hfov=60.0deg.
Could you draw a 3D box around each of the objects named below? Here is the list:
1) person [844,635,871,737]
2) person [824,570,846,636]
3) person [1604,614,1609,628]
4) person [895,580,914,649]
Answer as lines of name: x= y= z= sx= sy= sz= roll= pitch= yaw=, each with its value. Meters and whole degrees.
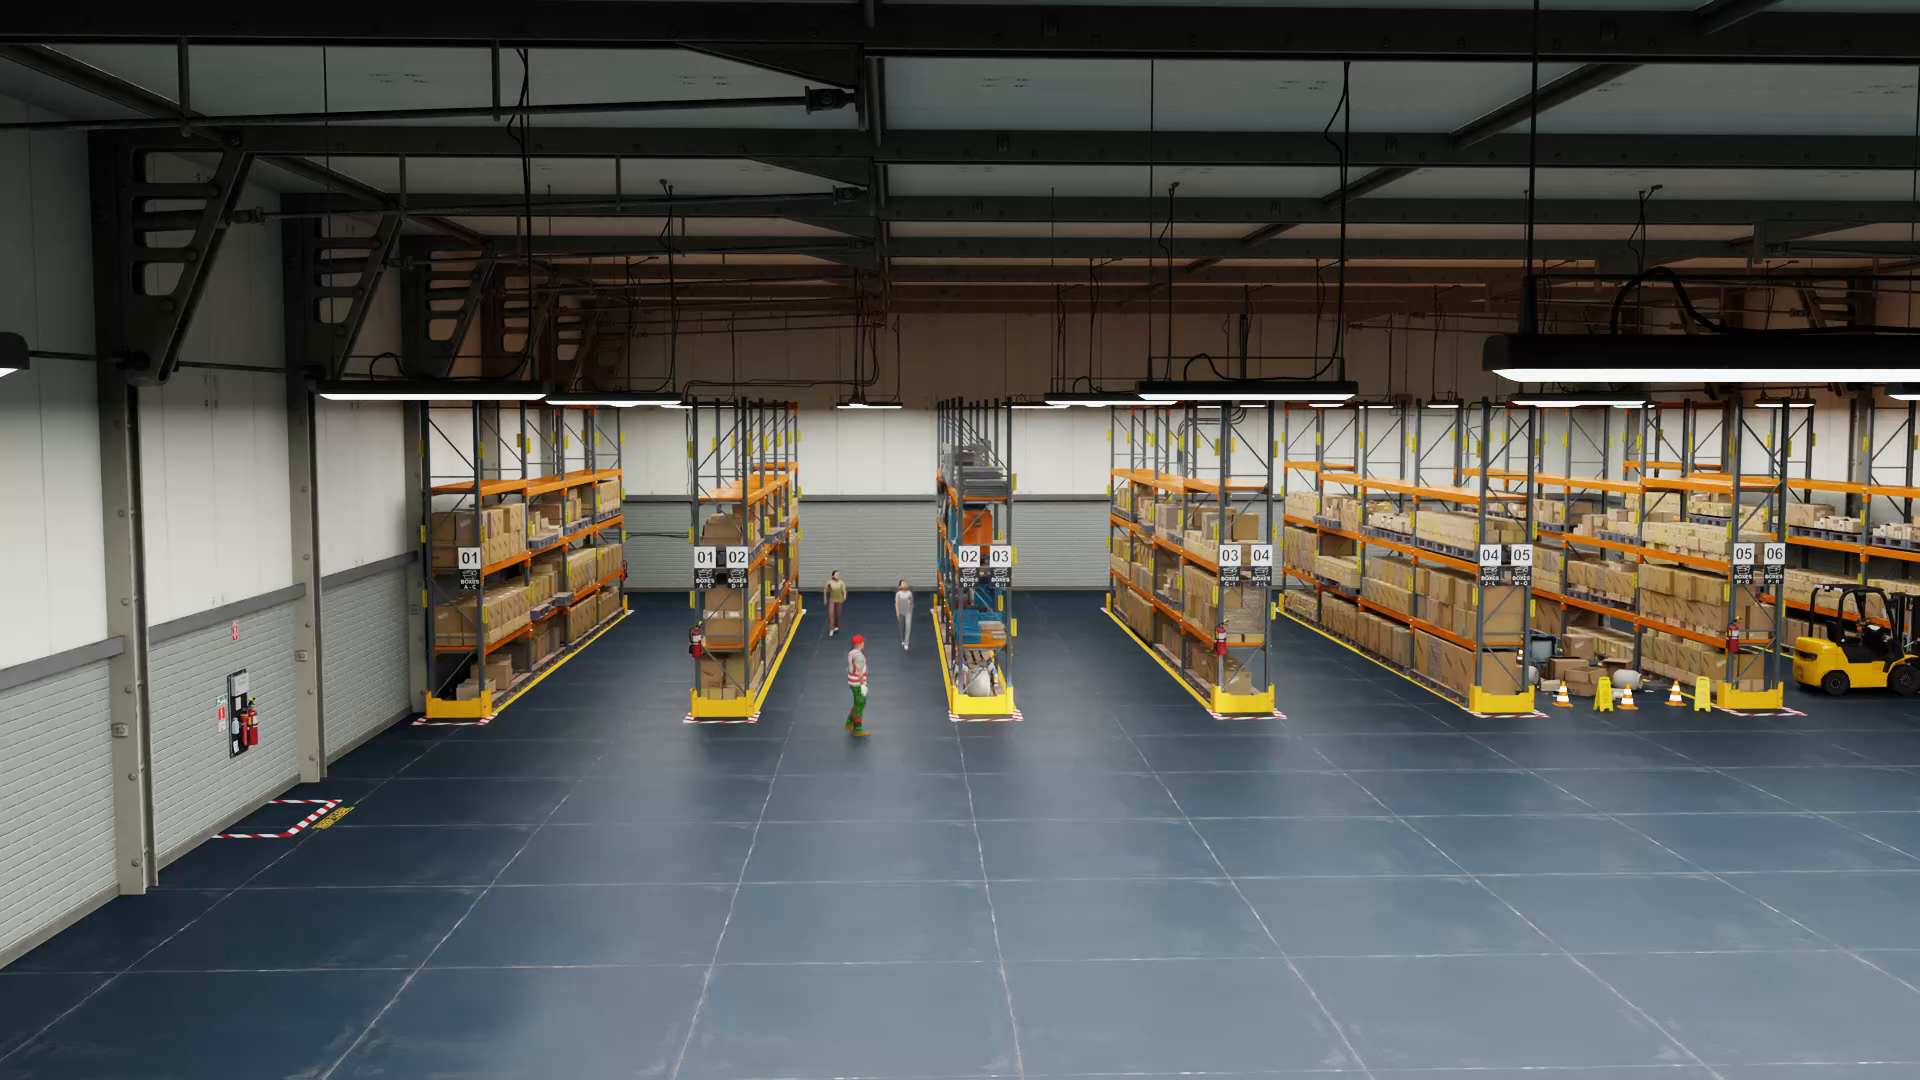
person: x=-1.798 y=2.572 z=29.346 sx=0.424 sy=1.799 sz=0.639 roll=-1 pitch=5 yaw=-17
person: x=-3.223 y=1.605 z=42.915 sx=0.582 sy=1.652 sz=0.973 roll=0 pitch=4 yaw=-1
person: x=16.506 y=1.604 z=42.577 sx=0.363 sy=1.693 sz=0.528 roll=2 pitch=5 yaw=25
person: x=-1.331 y=1.760 z=39.440 sx=0.437 sy=1.610 sz=0.970 roll=0 pitch=4 yaw=4
